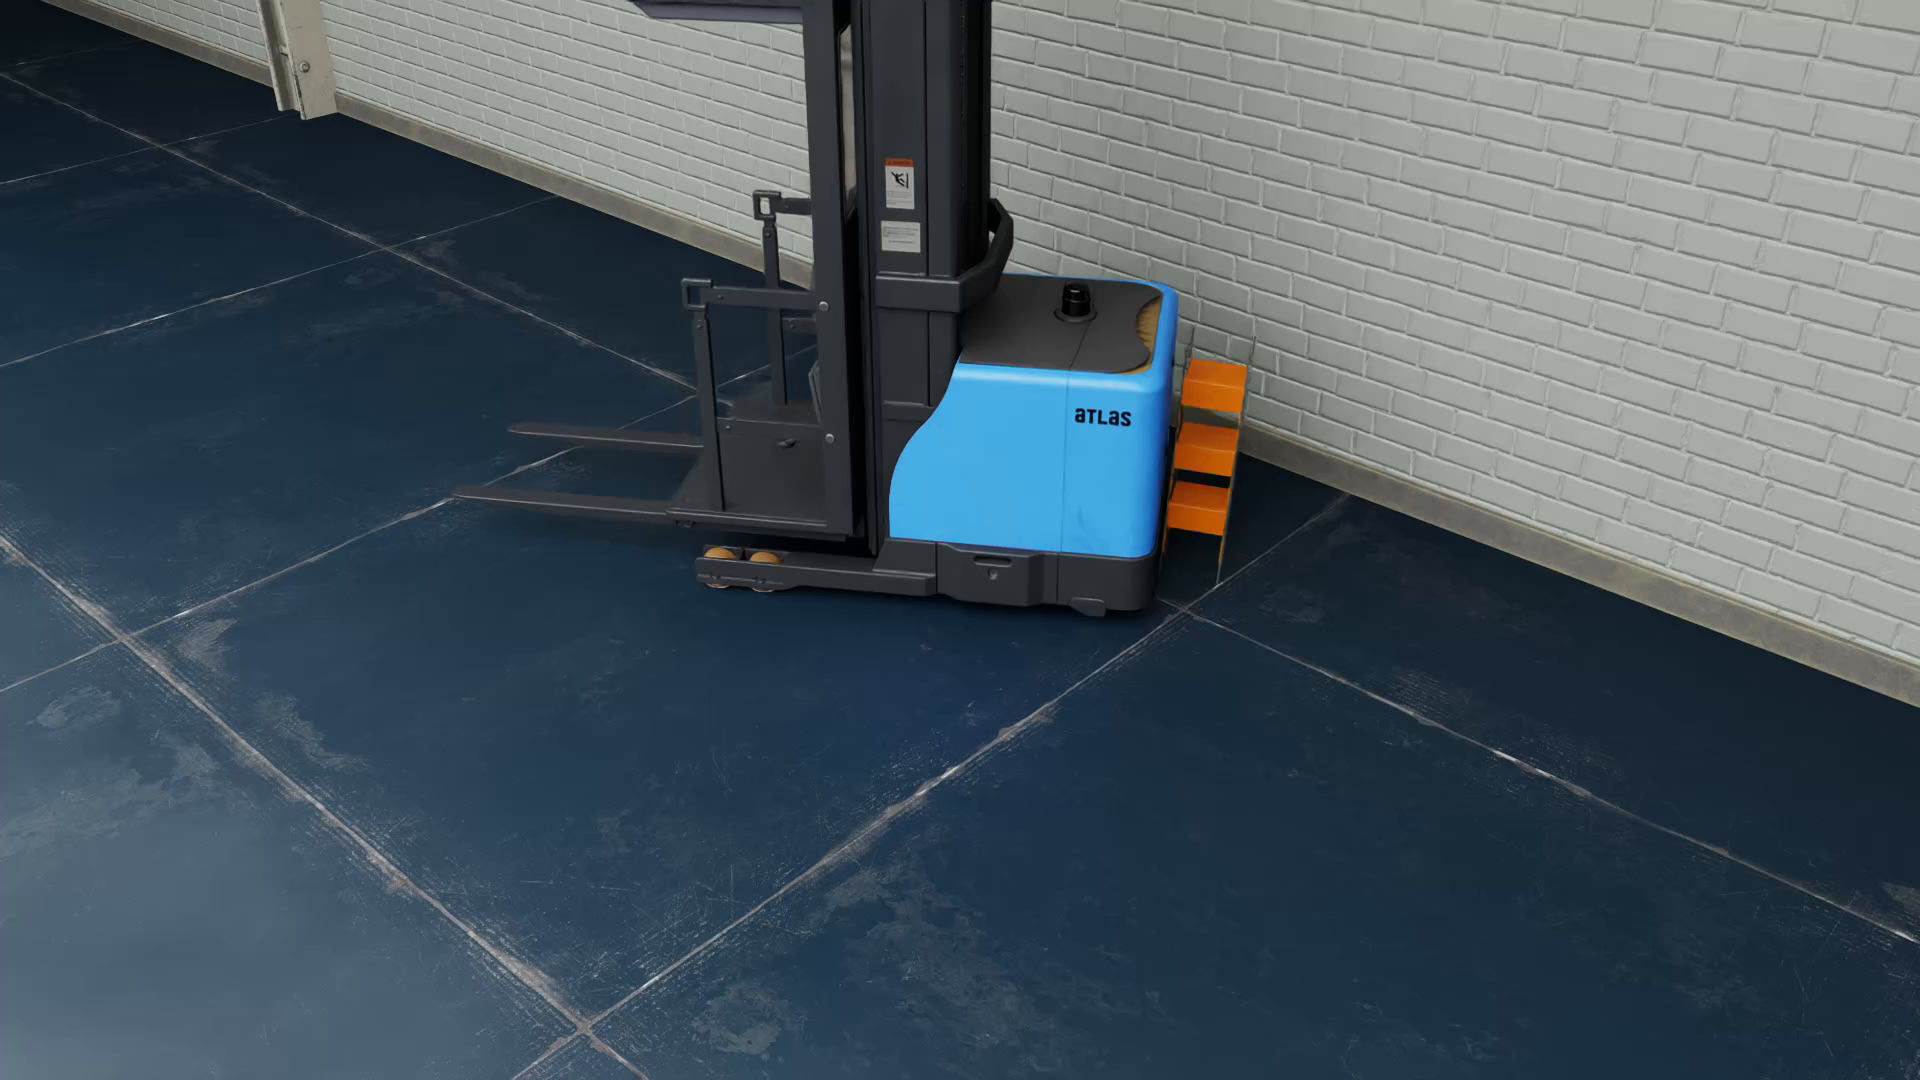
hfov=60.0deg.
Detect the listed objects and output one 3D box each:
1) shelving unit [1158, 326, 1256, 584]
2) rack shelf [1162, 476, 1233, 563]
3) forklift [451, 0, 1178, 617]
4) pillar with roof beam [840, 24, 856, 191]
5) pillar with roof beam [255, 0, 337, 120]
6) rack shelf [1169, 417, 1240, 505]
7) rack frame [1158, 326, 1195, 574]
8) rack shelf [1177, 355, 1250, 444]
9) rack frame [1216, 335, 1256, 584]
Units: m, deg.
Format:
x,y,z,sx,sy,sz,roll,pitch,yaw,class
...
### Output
x,y,z,sx,sy,sz,roll,pitch,yaw,class
1.001,-0.331,6.772,0.252,1.050,0.215,10,32,11,shelving unit
0.990,-0.086,6.924,0.240,0.259,0.215,10,32,11,rack shelf
-0.642,-1.299,6.567,3.031,2.935,1.130,5,31,8,forklift
-3.407,-3.415,4.198,0.400,9.000,9.100,25,39,35,pillar with roof beam
-7.855,-5.492,7.647,0.400,9.000,9.100,25,39,35,pillar with roof beam
1.001,-0.322,6.778,0.240,0.259,0.215,10,32,11,rack shelf
0.883,-0.352,6.796,0.008,1.050,0.200,10,32,11,rack frame
1.012,-0.563,6.629,0.240,0.259,0.215,10,32,11,rack shelf
1.119,-0.311,6.748,0.008,1.050,0.200,10,32,11,rack frame
